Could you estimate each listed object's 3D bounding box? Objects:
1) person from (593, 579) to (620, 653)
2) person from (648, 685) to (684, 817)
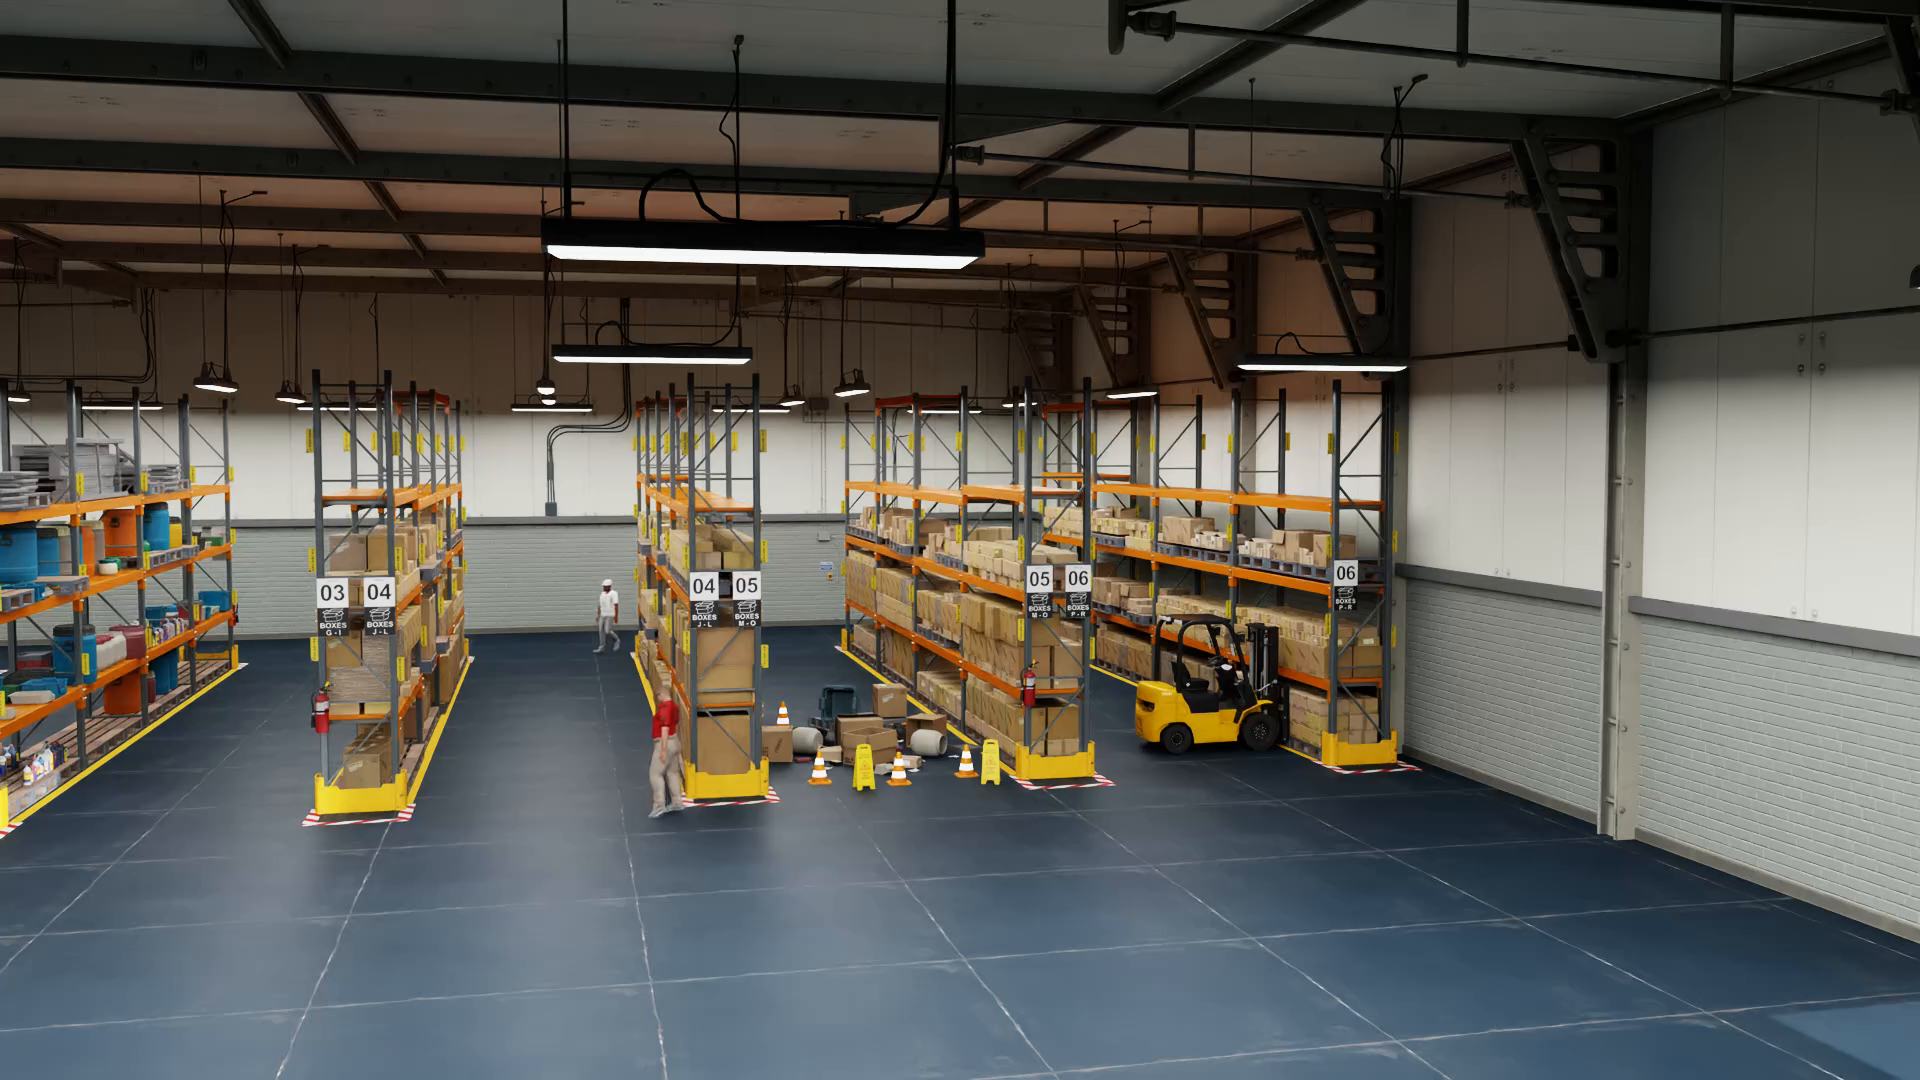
[{"bbox_3d":[-8.440,1.814,39.784,0.648,1.759,0.627,3,4,40],"label":"person"},{"bbox_3d":[-3.979,2.875,22.535,0.426,1.796,0.627,1,3,11],"label":"person"}]
